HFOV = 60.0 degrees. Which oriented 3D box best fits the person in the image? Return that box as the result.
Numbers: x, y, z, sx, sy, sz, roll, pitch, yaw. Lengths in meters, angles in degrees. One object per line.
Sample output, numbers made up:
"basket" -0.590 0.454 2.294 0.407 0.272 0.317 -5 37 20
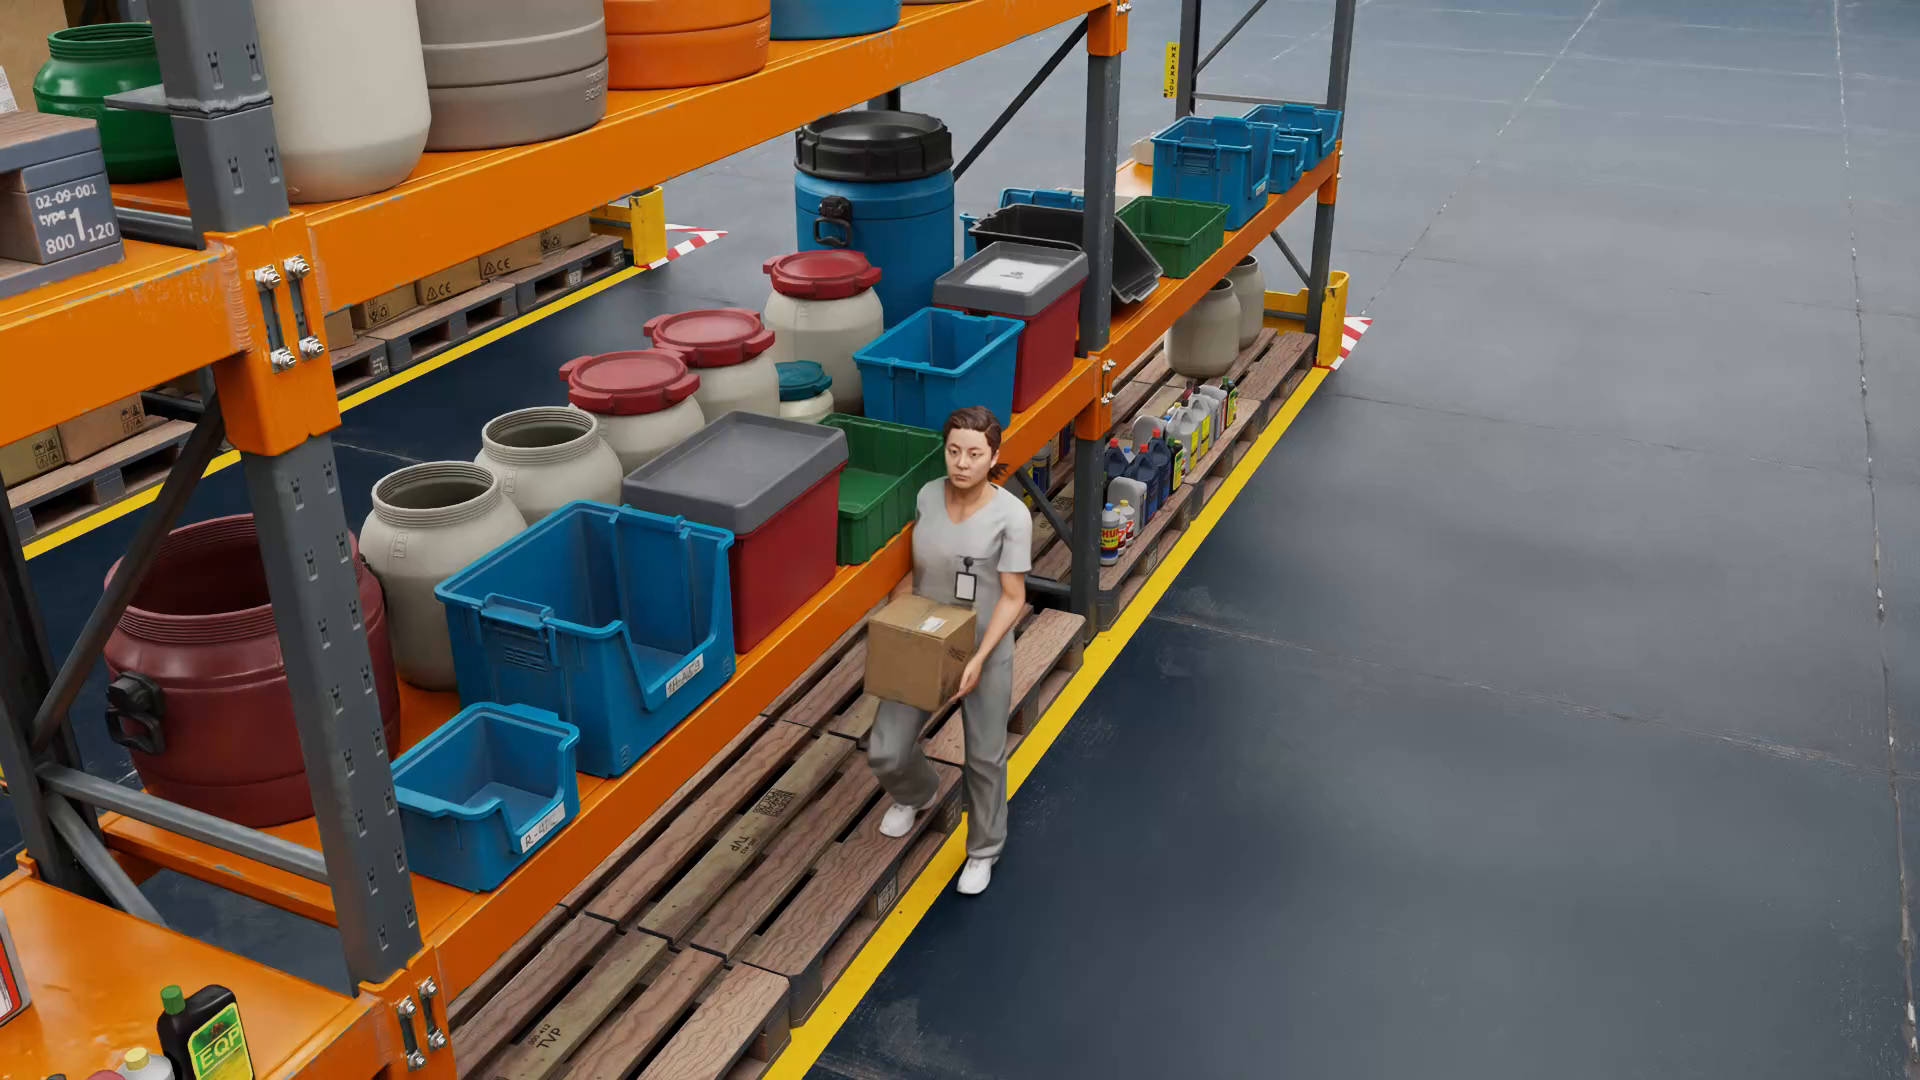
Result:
"person" -0.017 0.395 5.314 0.452 1.674 0.536 9 28 18
